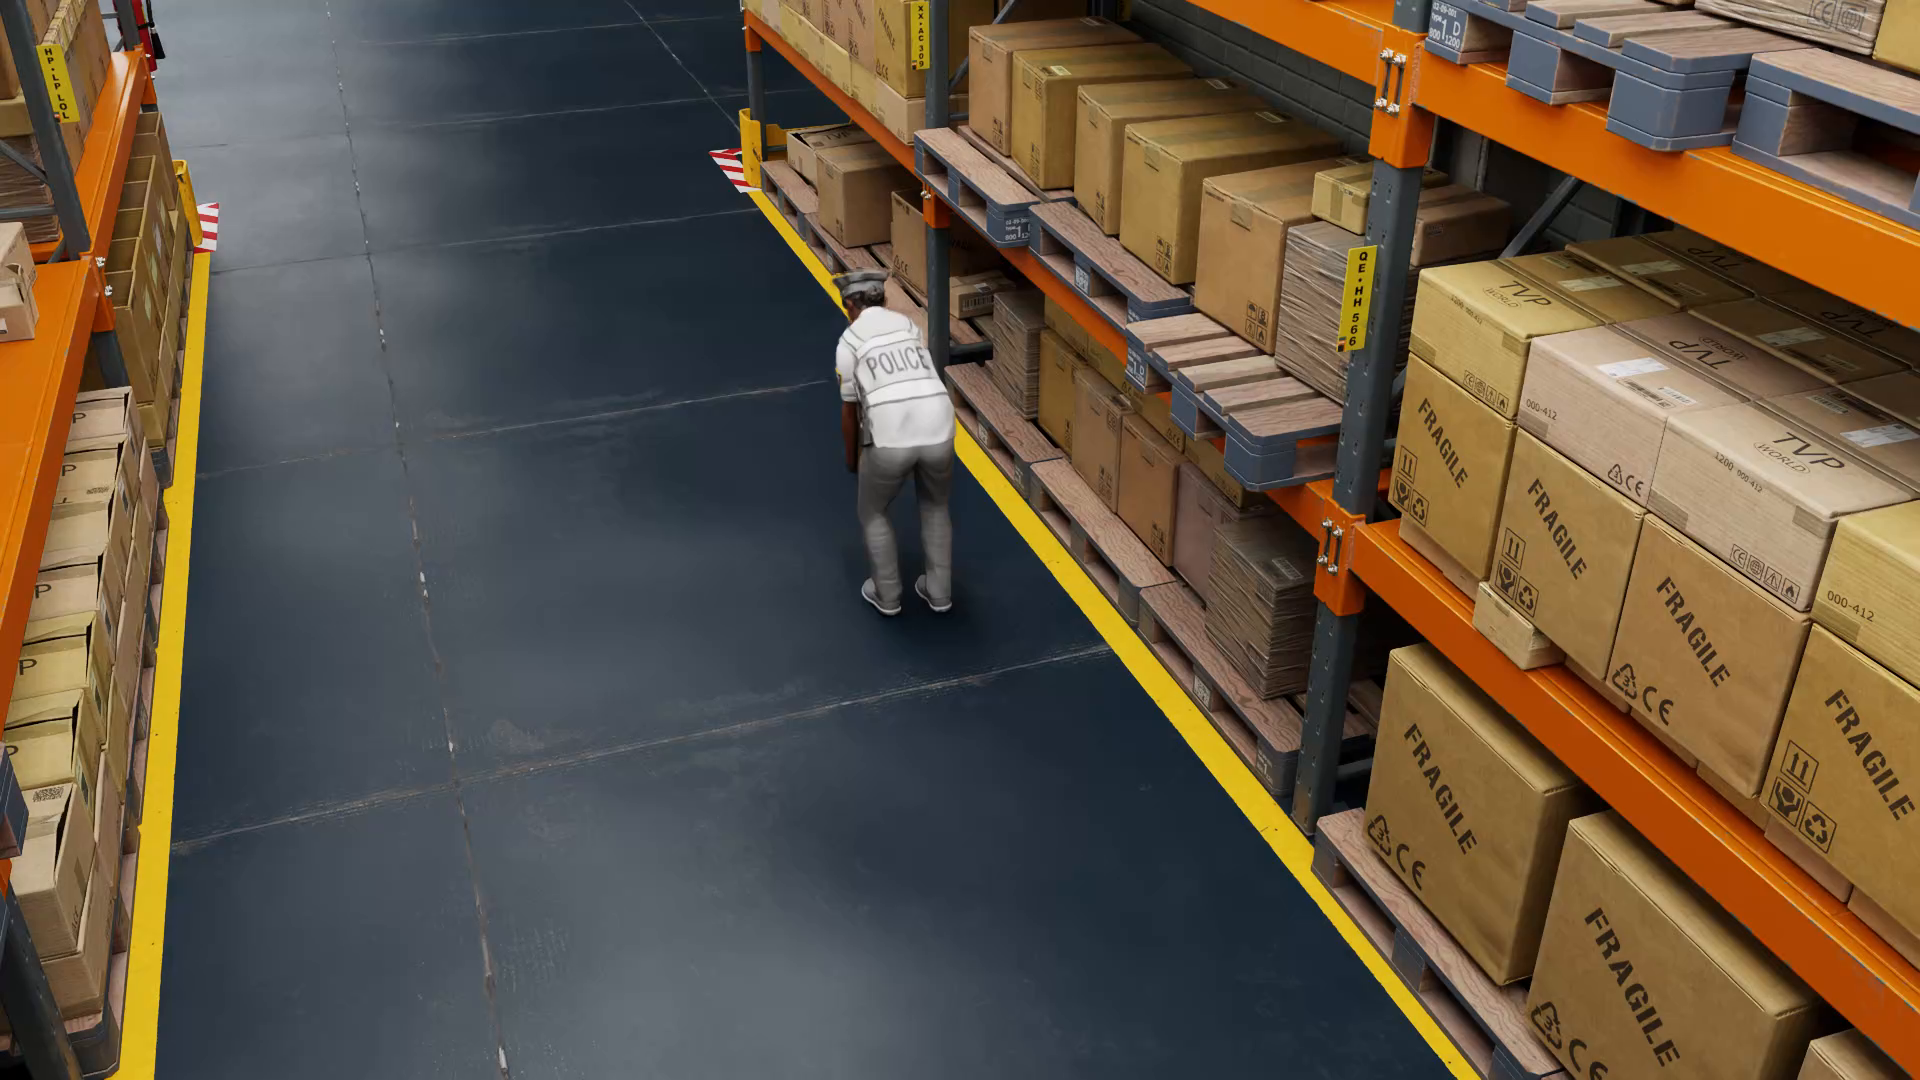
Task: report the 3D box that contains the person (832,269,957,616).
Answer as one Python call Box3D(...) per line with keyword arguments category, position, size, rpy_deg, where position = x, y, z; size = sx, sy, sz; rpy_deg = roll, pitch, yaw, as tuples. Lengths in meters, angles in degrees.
Box3D(category="person", position=(-0.302, -0.412, 7.104), size=(0.412, 1.411, 0.831), rpy_deg=(-11, 32, -19))
